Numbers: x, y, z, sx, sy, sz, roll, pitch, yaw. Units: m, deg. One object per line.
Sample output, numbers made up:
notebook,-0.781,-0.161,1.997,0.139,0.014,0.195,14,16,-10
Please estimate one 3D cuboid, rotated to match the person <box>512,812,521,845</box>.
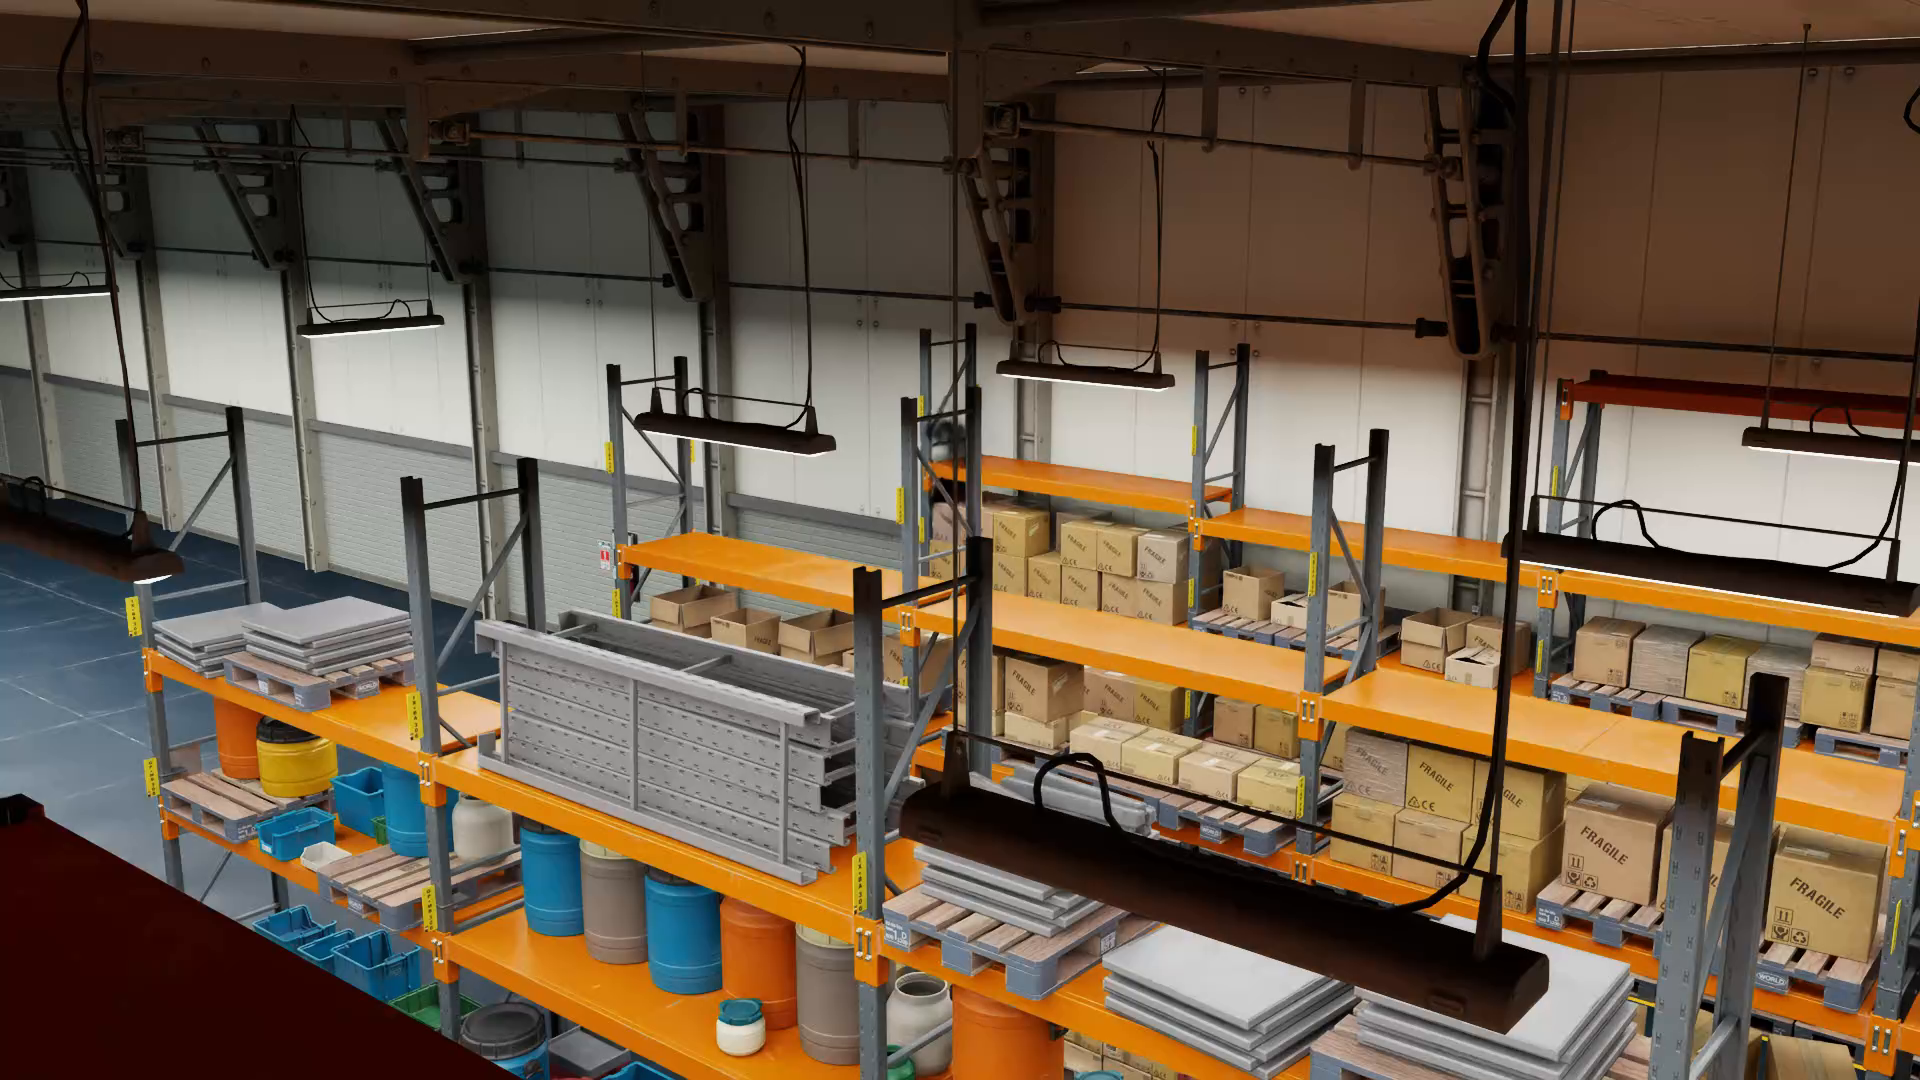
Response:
person,-5.066,2.989,19.239,0.578,1.697,0.680,-4,13,-18
